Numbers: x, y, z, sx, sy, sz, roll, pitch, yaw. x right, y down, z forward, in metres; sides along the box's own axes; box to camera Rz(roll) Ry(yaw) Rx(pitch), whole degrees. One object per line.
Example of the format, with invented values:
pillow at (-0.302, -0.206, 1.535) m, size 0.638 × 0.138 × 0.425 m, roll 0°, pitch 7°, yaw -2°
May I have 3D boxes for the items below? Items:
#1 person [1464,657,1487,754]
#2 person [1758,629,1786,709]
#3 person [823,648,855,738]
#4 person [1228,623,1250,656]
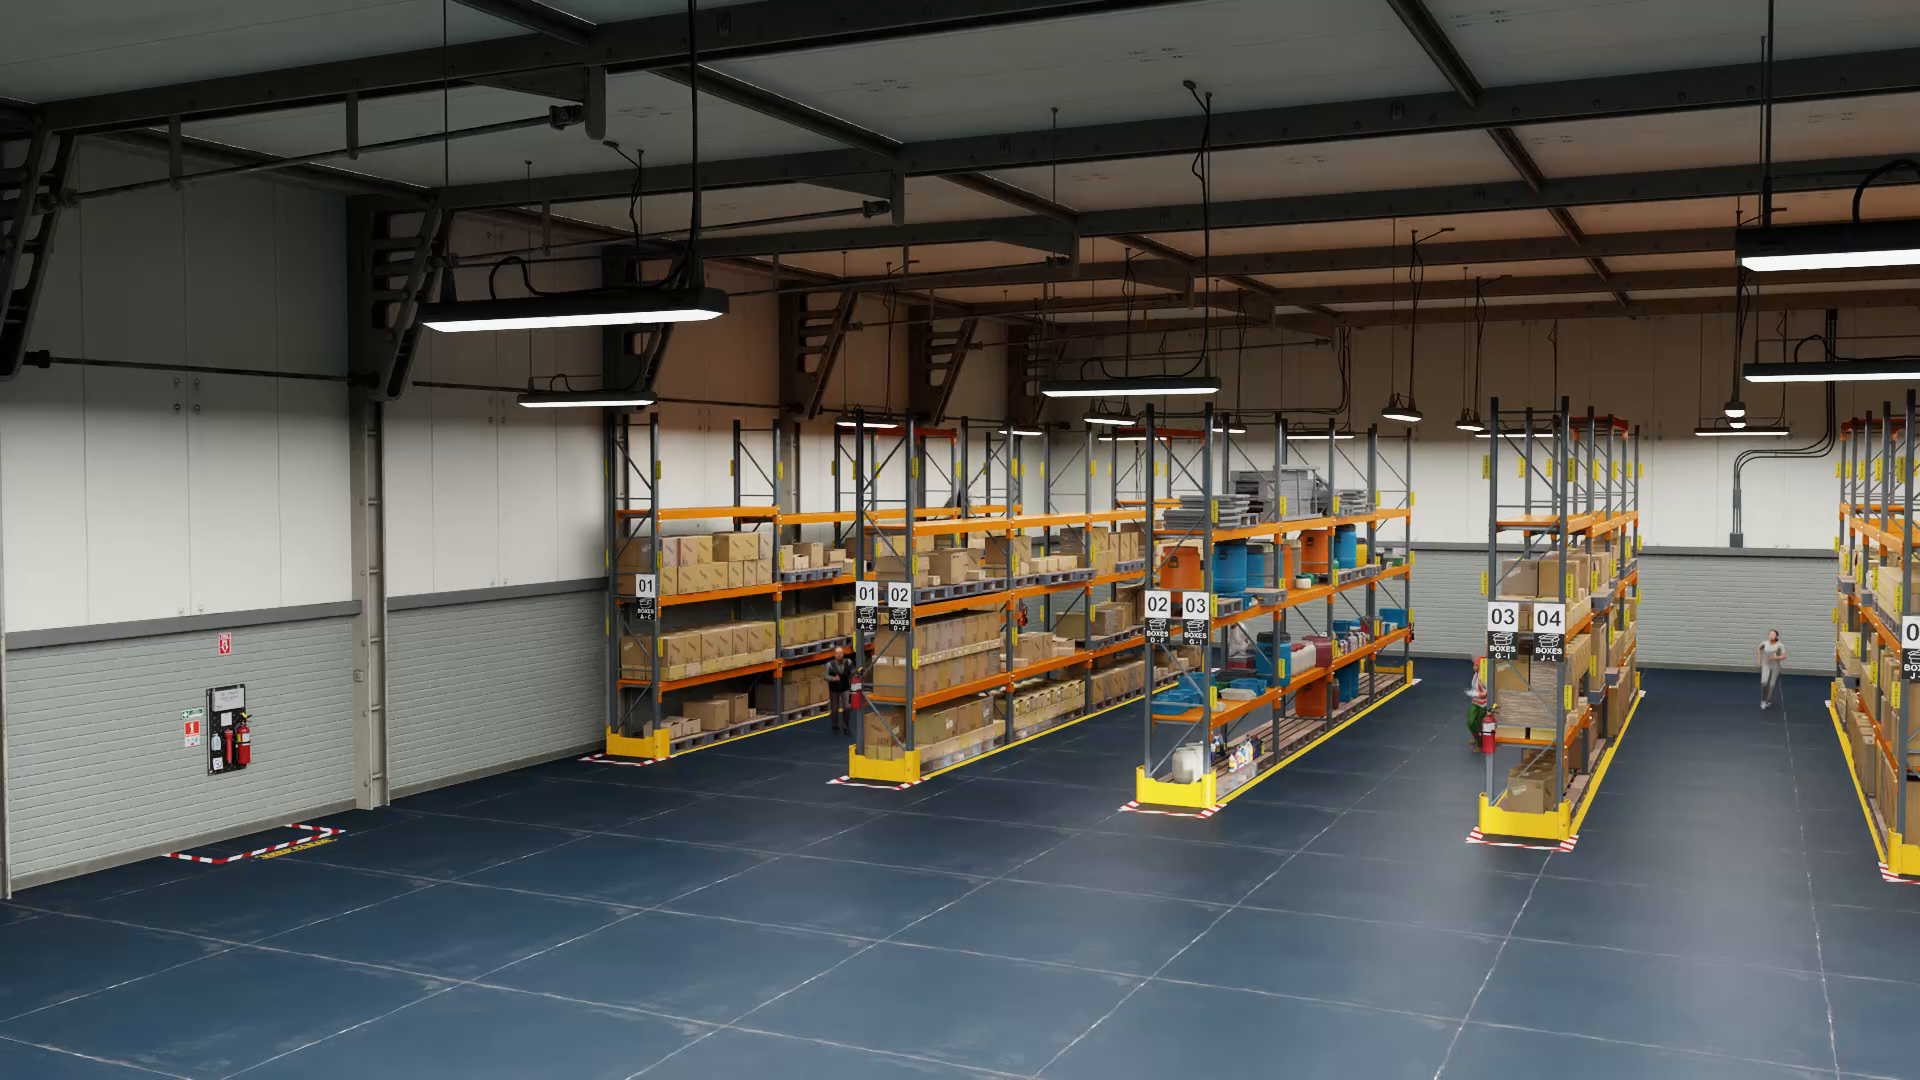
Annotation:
person at (9.259, 2.917, 29.553) m, size 0.715 × 1.728 × 0.784 m, roll -2°, pitch 3°, yaw -33°
person at (17.030, 2.710, 34.901) m, size 0.536 × 1.683 × 0.669 m, roll 1°, pitch 3°, yaw 27°
person at (-2.258, 2.859, 31.322) m, size 0.655 × 1.675 × 0.985 m, roll 0°, pitch 2°, yaw -9°
person at (6.693, 2.546, 39.992) m, size 0.684 × 1.574 × 1.077 m, roll 2°, pitch 3°, yaw 32°
